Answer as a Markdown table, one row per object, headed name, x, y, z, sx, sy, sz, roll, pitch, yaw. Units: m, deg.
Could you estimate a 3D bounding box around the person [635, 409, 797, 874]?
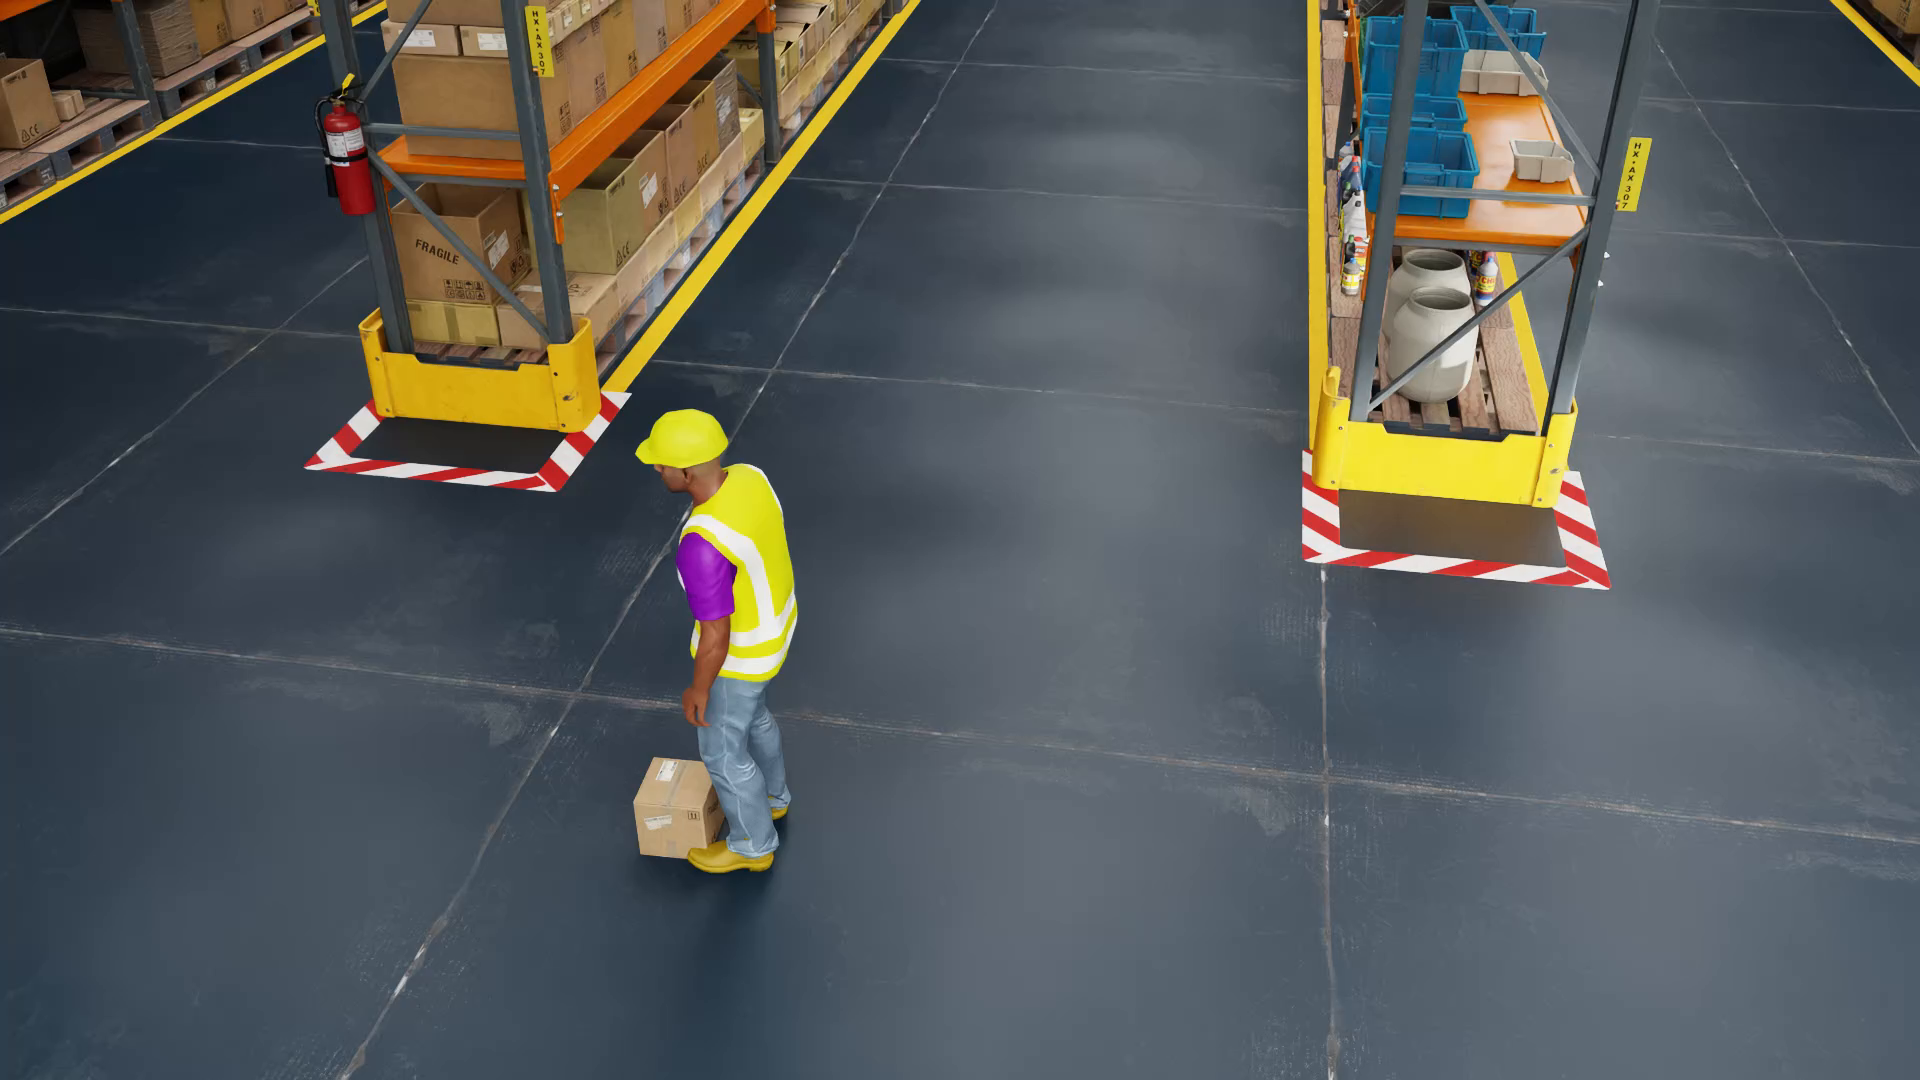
| name | x | y | z | sx | sy | sz | roll | pitch | yaw |
| --- | --- | --- | --- | --- | --- | --- | --- | --- | --- |
| person | -0.780 | 0.343 | 5.576 | 0.458 | 1.761 | 0.628 | 5 | 33 | 9 |
